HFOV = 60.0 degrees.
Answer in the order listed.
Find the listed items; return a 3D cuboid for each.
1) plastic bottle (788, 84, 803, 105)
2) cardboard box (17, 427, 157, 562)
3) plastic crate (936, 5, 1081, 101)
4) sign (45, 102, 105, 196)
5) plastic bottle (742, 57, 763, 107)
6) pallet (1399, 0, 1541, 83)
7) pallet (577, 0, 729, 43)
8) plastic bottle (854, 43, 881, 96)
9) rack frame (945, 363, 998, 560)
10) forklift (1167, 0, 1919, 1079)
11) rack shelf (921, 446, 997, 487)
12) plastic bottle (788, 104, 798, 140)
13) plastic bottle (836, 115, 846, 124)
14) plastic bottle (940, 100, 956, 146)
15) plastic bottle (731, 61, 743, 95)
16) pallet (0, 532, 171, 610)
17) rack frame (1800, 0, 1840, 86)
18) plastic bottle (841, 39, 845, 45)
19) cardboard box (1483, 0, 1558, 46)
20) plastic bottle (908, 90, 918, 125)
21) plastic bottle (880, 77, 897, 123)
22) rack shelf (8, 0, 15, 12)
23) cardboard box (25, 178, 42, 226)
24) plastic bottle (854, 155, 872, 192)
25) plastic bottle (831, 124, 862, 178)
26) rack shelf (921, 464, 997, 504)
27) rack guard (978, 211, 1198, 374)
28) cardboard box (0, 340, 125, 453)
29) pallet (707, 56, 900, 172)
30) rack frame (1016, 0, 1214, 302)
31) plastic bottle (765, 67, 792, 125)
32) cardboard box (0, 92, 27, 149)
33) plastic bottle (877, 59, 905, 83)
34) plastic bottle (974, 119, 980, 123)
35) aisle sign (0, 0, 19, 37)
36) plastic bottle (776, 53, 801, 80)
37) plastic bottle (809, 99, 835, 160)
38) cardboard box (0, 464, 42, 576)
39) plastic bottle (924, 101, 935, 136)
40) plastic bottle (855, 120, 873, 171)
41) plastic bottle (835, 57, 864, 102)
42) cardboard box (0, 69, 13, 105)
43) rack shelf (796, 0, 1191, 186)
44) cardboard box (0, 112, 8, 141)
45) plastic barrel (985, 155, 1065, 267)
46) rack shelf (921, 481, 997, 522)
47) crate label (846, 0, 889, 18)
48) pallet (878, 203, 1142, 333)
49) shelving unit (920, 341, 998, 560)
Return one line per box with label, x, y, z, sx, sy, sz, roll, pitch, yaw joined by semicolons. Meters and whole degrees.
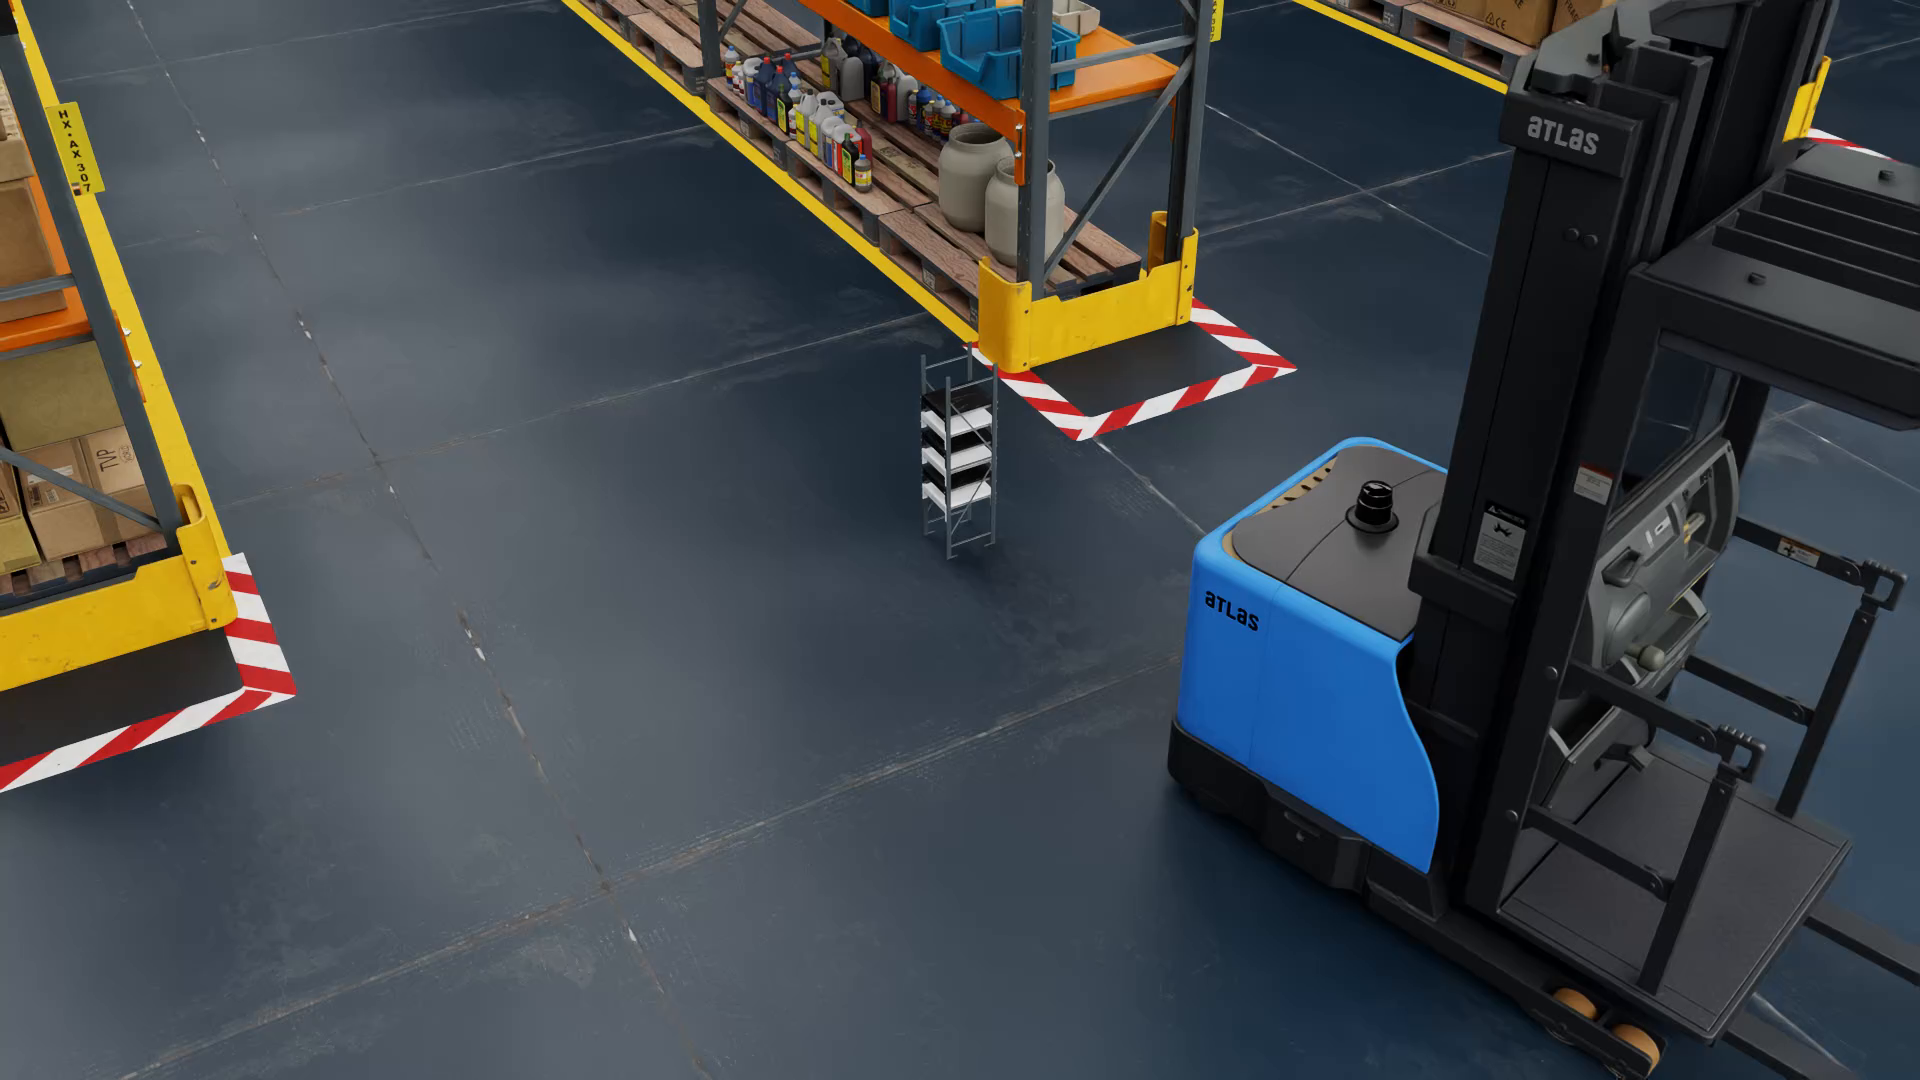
plastic bottle;-1.021;-2.695;10.337;0.097;0.271;0.097;0;36;0
cardboard box;-3.621;-0.207;6.965;0.500;0.250;0.500;-19;40;-24
plastic crate;0.231;-2.380;8.092;0.499;0.251;0.616;-19;40;-24
sign;-3.061;-1.351;5.756;0.100;0.325;0.005;-19;40;-24
plastic bottle;-1.301;-2.942;10.672;0.152;0.276;0.135;-17;40;-22
pallet;3.999;-3.701;12.138;1.003;0.211;1.213;-19;40;-24
pallet;-2.314;-4.200;12.821;1.003;0.211;1.213;-19;40;-24
plastic bottle;-0.599;-3.081;10.798;0.144;0.351;0.185;-21;41;-26
rack frame;0.047;-0.316;6.919;0.240;0.900;0.006;-19;40;-24
forklift;2.159;0.096;4.633;3.031;2.935;1.130;30;45;34
rack shelf;-0.004;-0.341;7.010;0.258;0.077;0.200;-19;40;-24
plastic bottle;-1.005;-2.579;10.238;0.097;0.201;0.097;0;36;0
plastic bottle;-0.737;-2.477;10.098;0.097;0.201;0.097;0;36;0
plastic bottle;-0.073;-2.542;10.127;0.097;0.271;0.097;0;36;0
plastic bottle;-1.436;-3.017;10.837;0.097;0.201;0.097;0;36;0
pallet;-3.964;-0.060;7.153;1.003;0.211;1.213;-19;40;-24
rack frame;5.024;-3.742;9.830;1.000;3.000;0.127;-19;40;-24
plastic bottle;-0.742;-3.247;11.082;0.061;0.283;0.133;-17;39;-22
cardboard box;4.096;-3.845;11.734;0.500;0.500;0.500;-15;39;-20
plastic bottle;-0.276;-2.720;10.430;0.097;0.201;0.097;0;36;0
plastic bottle;-0.451;-2.773;10.434;0.061;0.283;0.133;-19;40;-24
rack shelf;-4.548;-2.749;6.537;1.077;0.370;4.000;-19;40;-24
cardboard box;-4.035;-1.357;6.480;0.700;0.500;0.500;-18;40;-23
plastic bottle;-0.561;-2.128;9.620;0.097;0.201;0.097;0;36;0
plastic bottle;-0.664;-2.295;9.785;0.152;0.276;0.135;-19;40;-24
rack shelf;-0.004;-0.268;7.063;0.258;0.077;0.200;-19;40;-24
rack guard;0.662;-1.289;8.591;1.175;0.500;0.348;-19;40;-24
cardboard box;-3.874;-0.764;7.092;0.500;0.500;0.500;-19;40;-24
pallet;-0.967;-2.833;10.950;1.003;0.211;1.213;-19;40;-24
rack frame;0.741;-2.274;7.820;1.000;3.000;0.127;-19;40;-24
plastic bottle;-1.127;-2.791;10.401;0.144;0.351;0.185;-21;41;-26
cardboard box;-3.690;-1.508;6.137;0.380;0.149;0.250;-20;41;-25
plastic bottle;-0.437;-2.916;10.572;0.144;0.351;0.185;-19;40;-24
plastic bottle;0.100;-2.367;9.888;0.097;0.271;0.097;0;36;0
aisle sign;-3.246;-1.915;5.125;0.394;0.787;0.004;-19;40;-24
plastic bottle;-1.097;-2.930;10.591;0.144;0.351;0.185;-19;40;-24
plastic bottle;-0.820;-2.479;9.974;0.144;0.351;0.185;-17;40;-22
cardboard box;-4.068;-0.053;6.755;0.500;0.250;0.500;-19;40;-24
plastic bottle;-0.173;-2.615;10.287;0.097;0.201;0.097;0;36;0
plastic bottle;-0.572;-2.330;9.827;0.061;0.283;0.133;-19;40;-24
plastic bottle;-0.715;-2.994;10.742;0.152;0.276;0.135;-19;40;-24
cardboard box;-3.939;-1.765;6.489;0.380;0.149;0.250;-20;40;-25
rack shelf;-0.264;-3.003;9.429;1.077;0.370;4.000;-19;40;-24
cardboard box;-3.794;-1.641;5.769;0.700;0.500;0.500;-19;40;-24
plastic barrel;0.344;-1.752;8.859;0.421;0.512;0.421;0;36;0
rack shelf;-0.004;-0.195;7.116;0.258;0.077;0.200;-19;40;-24
crate label;-0.417;-3.147;8.985;0.502;0.435;0.616;-19;40;-24
pallet;0.259;-1.589;9.246;1.003;0.211;1.213;-19;40;-24
shelving unit;-0.004;-0.368;6.990;0.258;0.900;0.210;-19;40;-24
